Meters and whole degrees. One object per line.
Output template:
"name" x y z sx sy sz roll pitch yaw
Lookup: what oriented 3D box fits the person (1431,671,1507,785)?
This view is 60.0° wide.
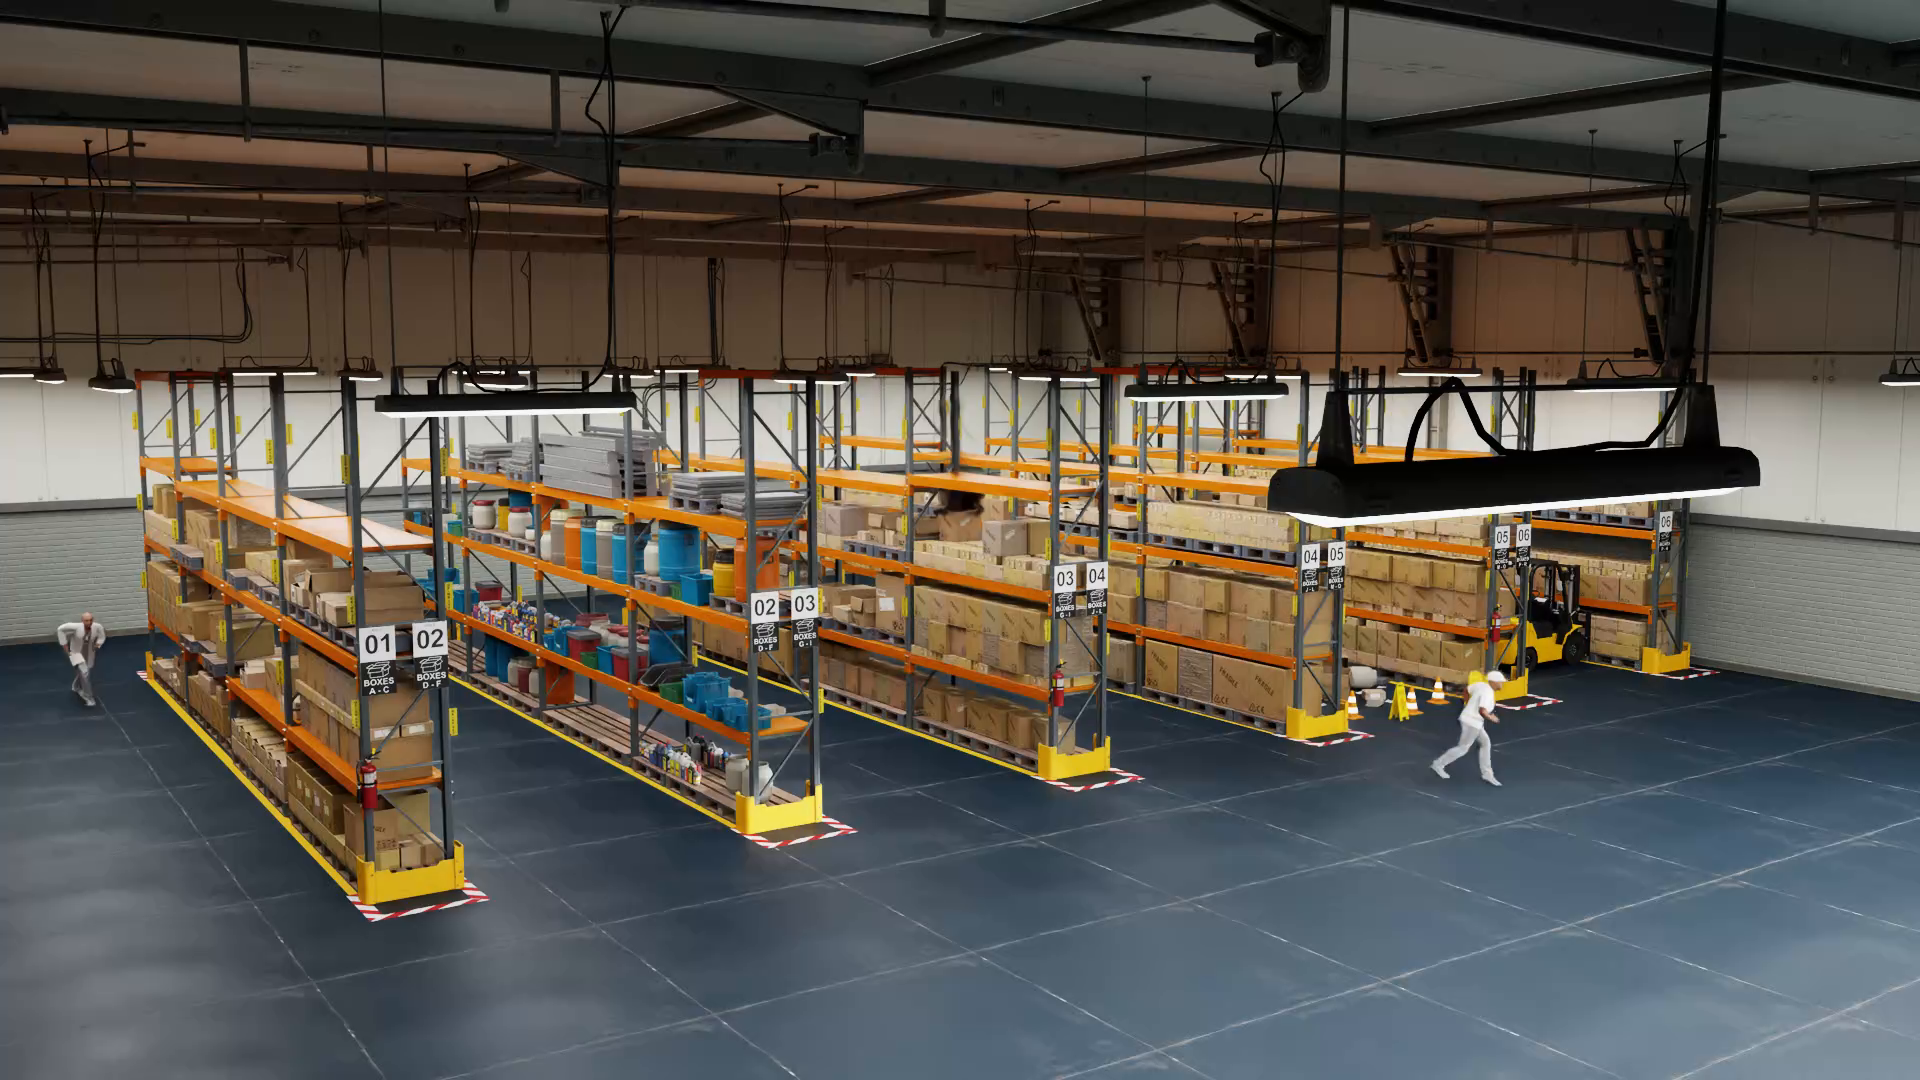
"person" 7.467 2.763 24.431 1.056 1.717 0.743 0 6 3

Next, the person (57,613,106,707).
"person" -15.883 2.136 30.048 1.064 1.743 0.752 6 9 44
